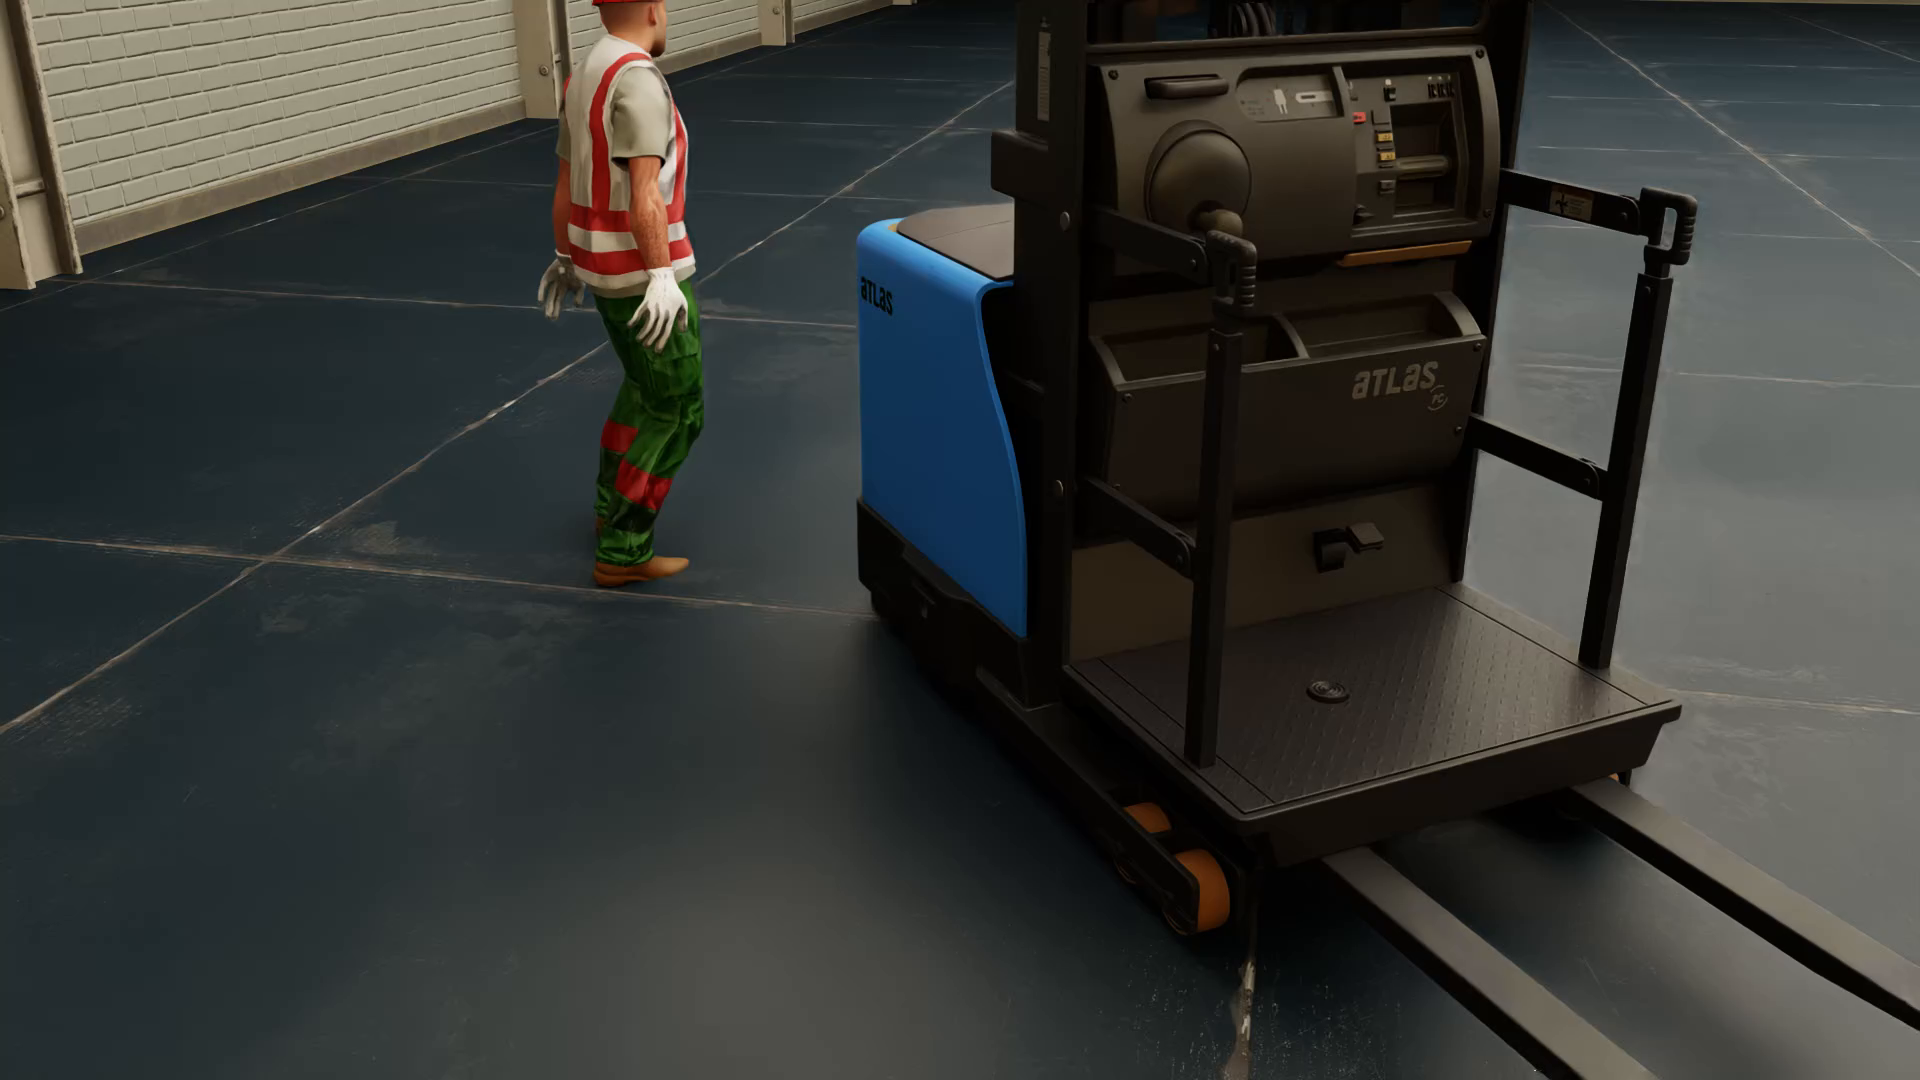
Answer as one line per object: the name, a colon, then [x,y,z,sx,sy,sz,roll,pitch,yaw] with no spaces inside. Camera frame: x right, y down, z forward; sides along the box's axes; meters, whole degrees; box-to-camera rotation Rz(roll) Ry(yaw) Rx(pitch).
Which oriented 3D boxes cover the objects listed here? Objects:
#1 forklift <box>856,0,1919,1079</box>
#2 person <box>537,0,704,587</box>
forklift: [0.791,-0.772,3.159,1.130,2.935,3.031,-10,24,-23]
person: [-0.926,-0.747,4.727,0.464,1.750,0.887,-12,25,-27]
